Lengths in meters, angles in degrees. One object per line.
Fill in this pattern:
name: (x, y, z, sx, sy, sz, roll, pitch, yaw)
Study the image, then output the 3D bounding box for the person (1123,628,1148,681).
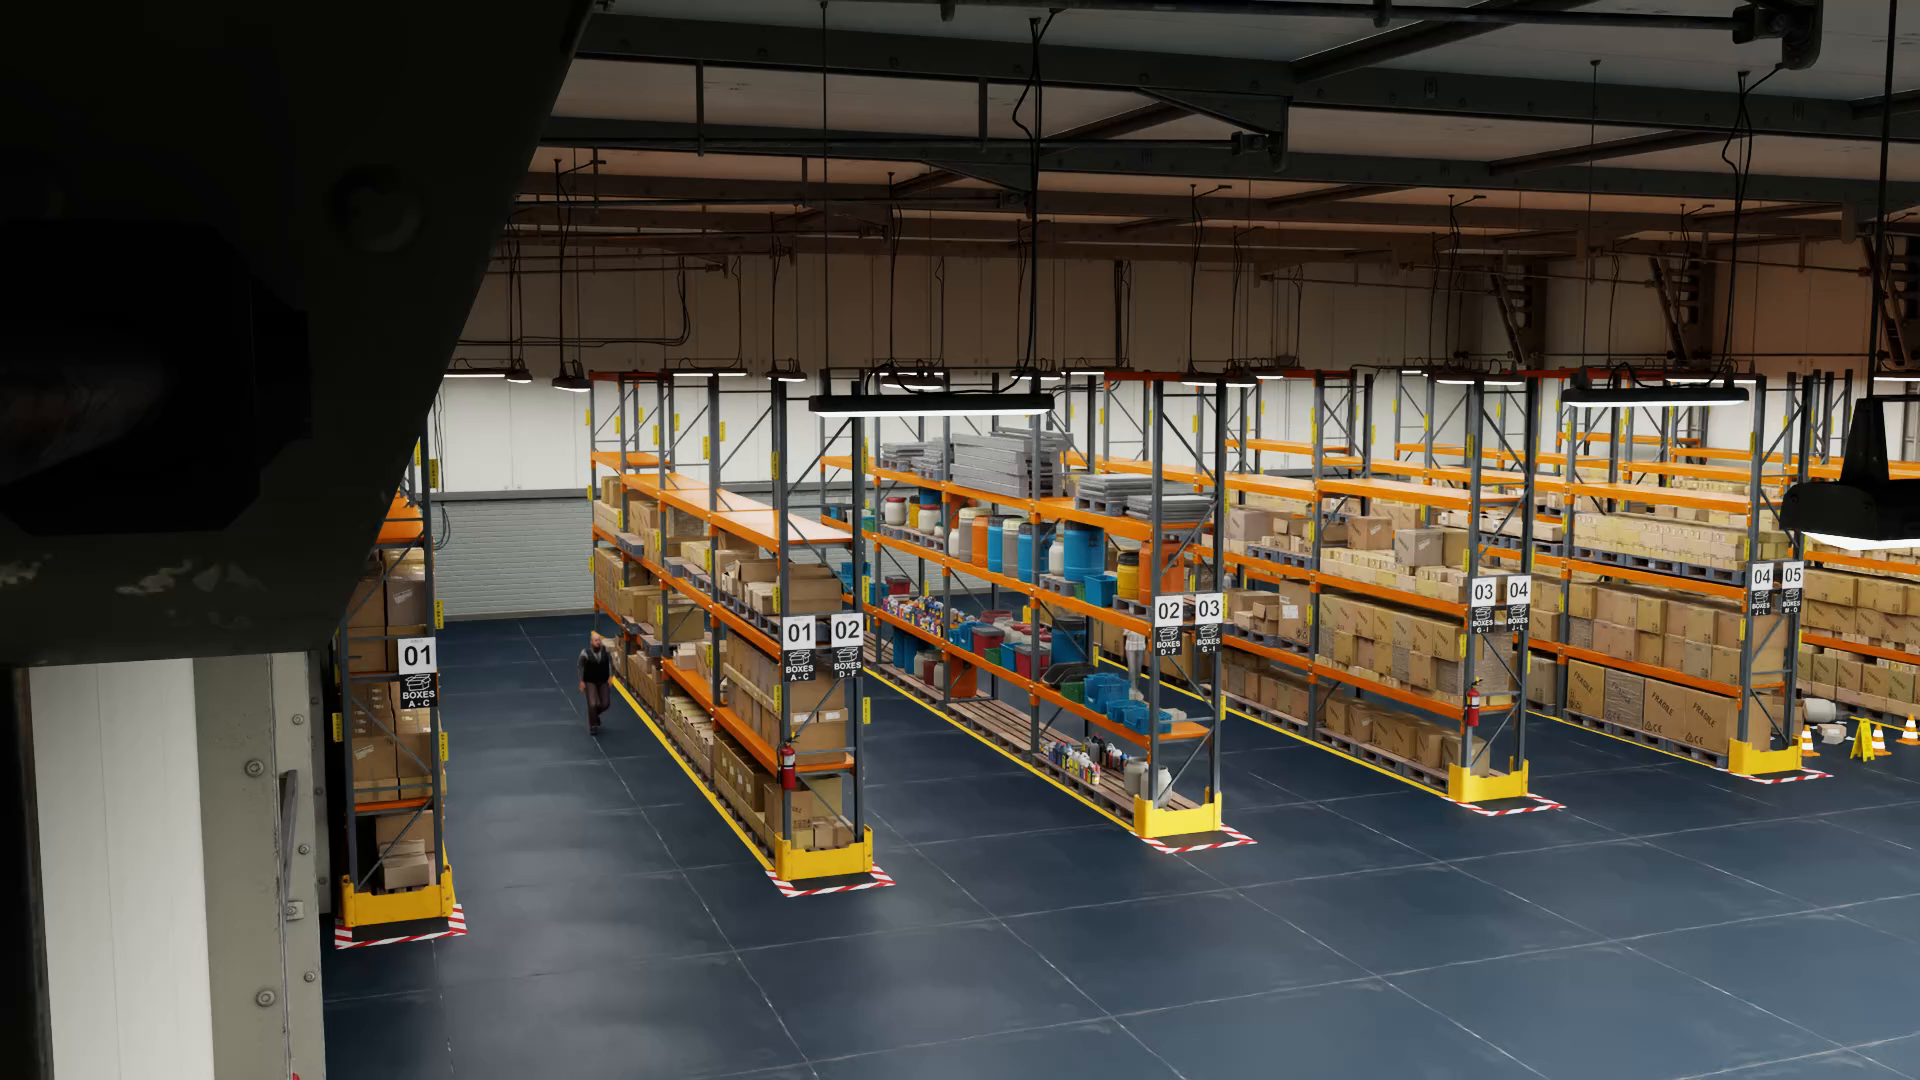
person: (3.276, 1.830, 30.879, 0.483, 1.627, 0.599, 2, 7, 15)

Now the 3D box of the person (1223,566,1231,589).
person: (5.920, 1.383, 37.445, 0.351, 1.616, 0.493, 6, 9, 43)

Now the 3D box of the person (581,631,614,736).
person: (-6.068, 2.378, 27.811, 0.512, 1.726, 0.594, 5, 8, 37)
